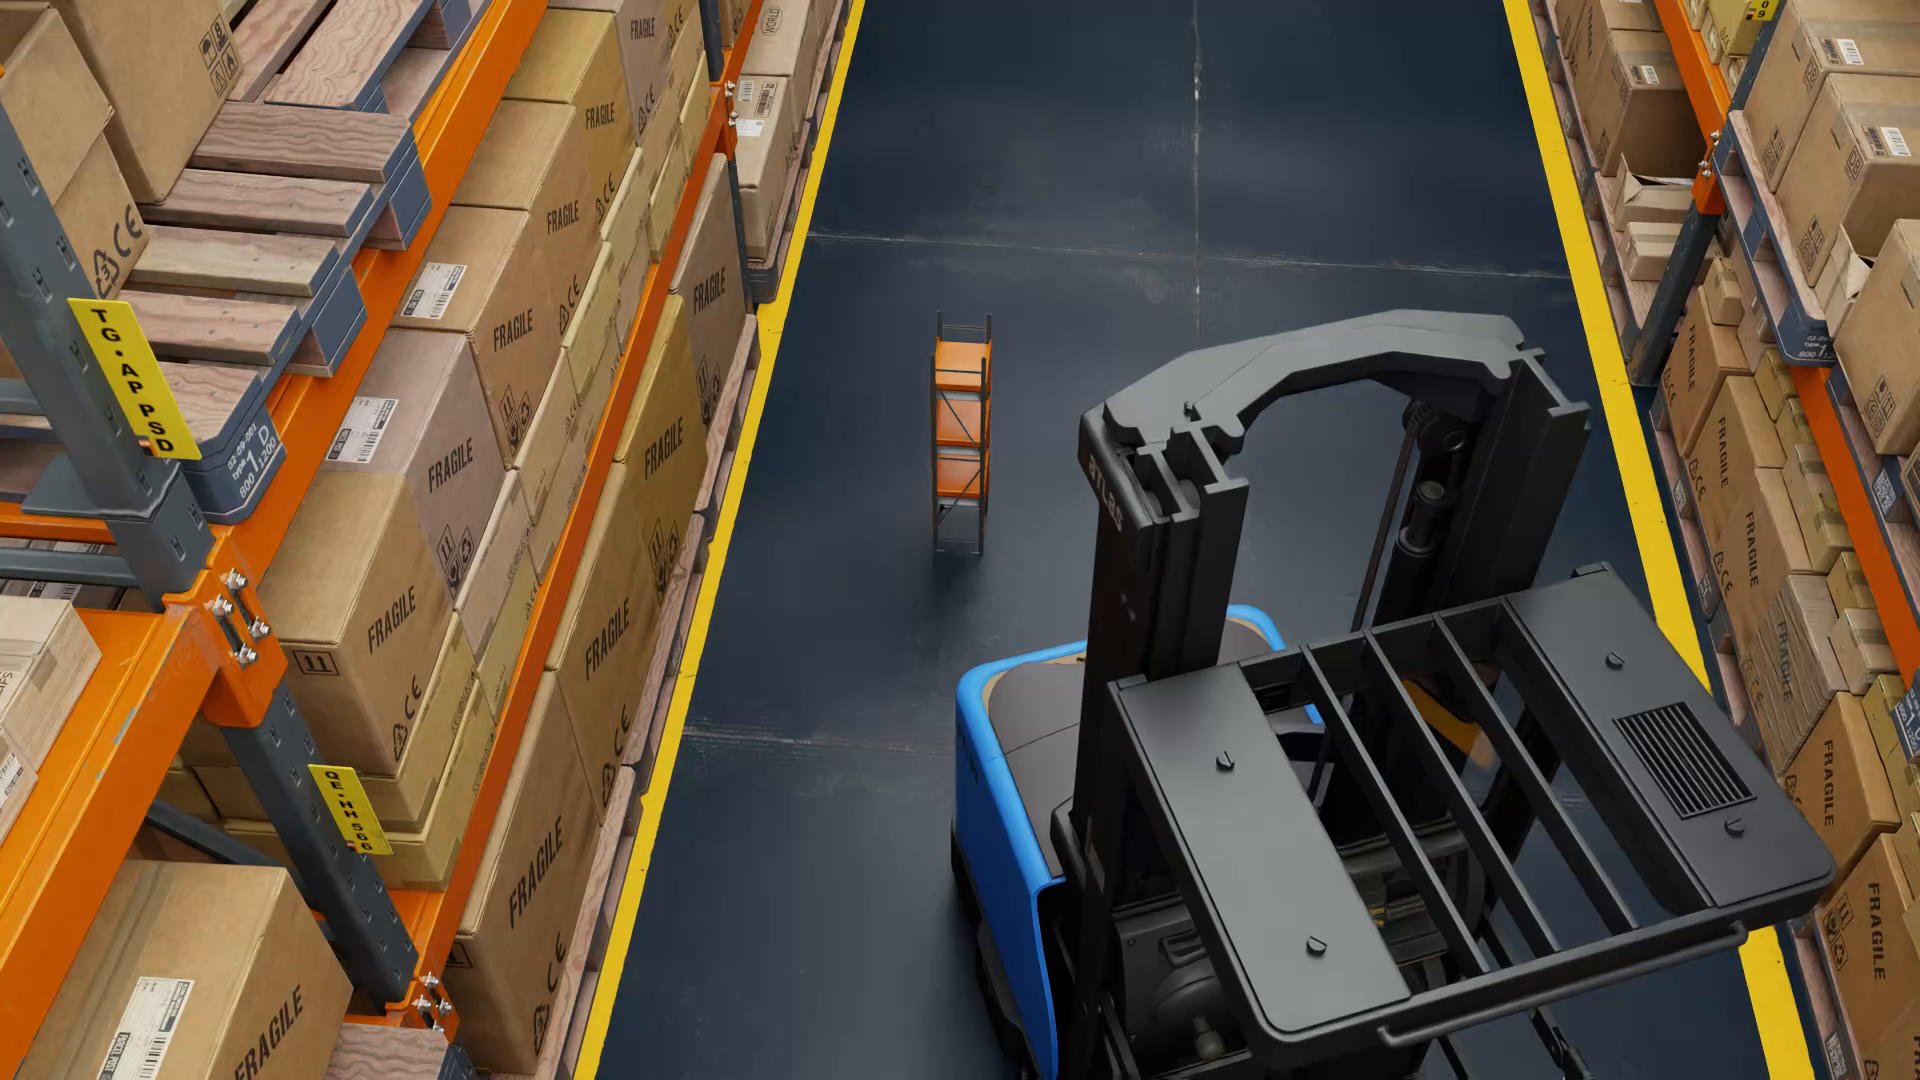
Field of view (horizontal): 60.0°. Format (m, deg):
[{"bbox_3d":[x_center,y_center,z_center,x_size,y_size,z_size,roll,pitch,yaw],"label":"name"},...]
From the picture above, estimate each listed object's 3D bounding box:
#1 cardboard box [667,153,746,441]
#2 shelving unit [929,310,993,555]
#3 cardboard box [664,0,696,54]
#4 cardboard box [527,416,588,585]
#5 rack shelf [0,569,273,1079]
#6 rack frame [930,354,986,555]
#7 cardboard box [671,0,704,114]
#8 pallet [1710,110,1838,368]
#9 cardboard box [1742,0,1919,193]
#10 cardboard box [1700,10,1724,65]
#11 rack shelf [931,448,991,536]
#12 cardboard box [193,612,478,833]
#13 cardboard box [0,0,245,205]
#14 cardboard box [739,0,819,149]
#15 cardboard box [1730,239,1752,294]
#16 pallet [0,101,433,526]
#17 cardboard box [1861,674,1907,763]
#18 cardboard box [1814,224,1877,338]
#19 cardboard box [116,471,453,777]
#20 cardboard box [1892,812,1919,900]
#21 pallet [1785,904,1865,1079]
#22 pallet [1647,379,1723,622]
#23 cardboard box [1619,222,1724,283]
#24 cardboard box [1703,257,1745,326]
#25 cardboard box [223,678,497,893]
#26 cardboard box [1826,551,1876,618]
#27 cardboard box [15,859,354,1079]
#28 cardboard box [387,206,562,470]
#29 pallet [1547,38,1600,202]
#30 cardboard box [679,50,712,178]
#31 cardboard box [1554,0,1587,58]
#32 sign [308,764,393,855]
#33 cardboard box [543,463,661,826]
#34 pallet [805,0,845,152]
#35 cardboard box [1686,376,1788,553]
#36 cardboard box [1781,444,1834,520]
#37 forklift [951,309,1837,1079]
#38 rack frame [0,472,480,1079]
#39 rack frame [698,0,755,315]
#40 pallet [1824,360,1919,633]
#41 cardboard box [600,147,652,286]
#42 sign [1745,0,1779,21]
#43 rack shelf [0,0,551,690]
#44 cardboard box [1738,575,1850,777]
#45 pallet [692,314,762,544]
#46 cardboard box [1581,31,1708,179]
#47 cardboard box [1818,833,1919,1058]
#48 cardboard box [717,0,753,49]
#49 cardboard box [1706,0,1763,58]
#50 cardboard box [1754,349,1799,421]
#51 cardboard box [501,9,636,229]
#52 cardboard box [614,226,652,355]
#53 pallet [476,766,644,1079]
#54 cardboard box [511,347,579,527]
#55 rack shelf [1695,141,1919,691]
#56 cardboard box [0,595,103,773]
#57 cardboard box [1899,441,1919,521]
[{"bbox_3d":[-1.433,-0.999,6.812,0.875,0.875,0.875,5,48,5],"label":"cardboard box"},{"bbox_3d":[0.005,-0.394,6.424,0.215,1.050,0.252,4,48,4],"label":"shelving unit"},{"bbox_3d":[-1.247,-2.061,5.883,0.500,0.500,0.500,5,48,5],"label":"cardboard box"},{"bbox_3d":[-1.443,-0.152,4.984,0.500,0.250,0.500,5,48,5],"label":"cardboard box"},{"bbox_3d":[-2.003,1.604,1.731,1.077,0.370,4.000,4,48,4],"label":"rack shelf"},{"bbox_3d":[-0.006,-0.304,6.342,0.200,1.050,0.008,4,48,4],"label":"rack frame"},{"bbox_3d":[-1.255,-1.813,6.164,0.500,0.250,0.500,4,48,3],"label":"cardboard box"},{"bbox_3d":[3.305,-1.060,5.842,1.003,0.211,1.213,4,48,4],"label":"pallet"},{"bbox_3d":[3.220,-1.539,5.799,0.700,0.500,0.500,5,48,5],"label":"cardboard box"},{"bbox_3d":[3.267,-2.064,6.801,0.380,0.149,0.250,5,48,5],"label":"cardboard box"},{"bbox_3d":[0.005,-0.199,6.637,0.215,0.259,0.240,4,48,4],"label":"rack shelf"},{"bbox_3d":[-1.529,0.430,4.113,0.500,0.250,0.500,4,48,3],"label":"cardboard box"},{"bbox_3d":[-1.920,-1.024,3.295,0.700,0.500,0.500,2,48,2],"label":"cardboard box"},{"bbox_3d":[-1.211,-2.424,8.412,0.875,0.438,0.875,3,48,2],"label":"cardboard box"},{"bbox_3d":[3.250,-1.072,6.492,0.380,0.149,0.250,3,48,3],"label":"cardboard box"},{"bbox_3d":[-1.815,-0.521,3.315,1.213,0.211,1.003,6,48,5],"label":"pallet"},{"bbox_3d":[3.069,0.571,5.191,0.380,0.149,0.250,3,48,3],"label":"cardboard box"},{"bbox_3d":[2.978,-0.805,5.286,0.396,0.266,0.258,6,48,5],"label":"cardboard box"},{"bbox_3d":[-1.533,0.187,3.827,0.500,0.500,0.500,2,48,2],"label":"cardboard box"},{"bbox_3d":[2.977,0.945,4.849,0.380,0.149,0.250,2,48,2],"label":"cardboard box"},{"bbox_3d":[3.228,1.630,5.142,1.003,0.211,1.213,4,48,4],"label":"pallet"},{"bbox_3d":[3.450,-0.163,6.782,1.003,0.211,1.213,4,48,4],"label":"pallet"},{"bbox_3d":[3.245,-1.313,7.591,0.380,0.149,0.250,3,48,2],"label":"cardboard box"},{"bbox_3d":[3.189,-0.976,6.605,0.380,0.149,0.250,6,48,5],"label":"cardboard box"},{"bbox_3d":[-1.526,0.612,4.285,0.500,0.250,0.500,3,48,3],"label":"cardboard box"},{"bbox_3d":[3.137,0.188,5.541,0.380,0.149,0.250,4,48,4],"label":"cardboard box"},{"bbox_3d":[-1.586,0.981,3.292,0.500,0.500,0.500,3,48,2],"label":"cardboard box"},{"bbox_3d":[-1.434,-0.557,4.508,0.500,0.500,0.500,5,48,5],"label":"cardboard box"},{"bbox_3d":[3.659,-2.167,8.615,1.003,0.211,1.213,4,48,4],"label":"pallet"},{"bbox_3d":[-1.246,-1.638,6.343,0.500,0.250,0.500,3,48,3],"label":"cardboard box"},{"bbox_3d":[3.585,-2.873,8.780,0.700,0.500,0.500,6,48,5],"label":"cardboard box"},{"bbox_3d":[-1.280,0.570,3.491,0.100,0.325,0.005,4,48,4],"label":"sign"},{"bbox_3d":[-1.590,0.322,5.604,0.875,0.875,0.875,4,48,4],"label":"cardboard box"},{"bbox_3d":[-1.201,-2.547,8.962,1.003,0.211,1.213,4,48,4],"label":"pallet"},{"bbox_3d":[3.180,-0.270,6.400,0.500,0.500,0.500,3,48,3],"label":"cardboard box"},{"bbox_3d":[3.158,-0.194,5.890,0.380,0.149,0.250,4,48,3],"label":"cardboard box"},{"bbox_3d":[0.884,1.064,3.816,1.130,2.935,3.031,-13,49,-11],"label":"forklift"},{"bbox_3d":[-1.821,0.904,3.916,1.000,3.000,0.127,4,48,4],"label":"rack frame"},{"bbox_3d":[-1.456,-2.035,6.605,1.000,3.000,0.127,4,48,4],"label":"rack frame"},{"bbox_3d":[3.295,-0.129,4.992,1.003,0.211,1.213,4,48,4],"label":"pallet"},{"bbox_3d":[-1.334,-1.064,5.479,0.500,0.250,0.500,5,48,4],"label":"cardboard box"},{"bbox_3d":[2.946,-2.027,6.011,0.100,0.325,0.005,4,48,4],"label":"sign"},{"bbox_3d":[-1.639,-1.335,4.419,1.077,0.370,4.000,4,48,4],"label":"rack shelf"},{"bbox_3d":[3.077,0.477,5.716,0.500,0.500,0.500,2,48,2],"label":"cardboard box"},{"bbox_3d":[-1.452,-0.522,7.110,1.003,0.211,1.213,4,48,4],"label":"pallet"},{"bbox_3d":[3.490,-2.110,8.083,0.700,0.500,0.500,2,48,2],"label":"cardboard box"},{"bbox_3d":[3.003,1.245,5.014,0.500,0.500,0.500,3,48,3],"label":"cardboard box"},{"bbox_3d":[-1.153,-2.396,6.867,0.500,0.500,0.500,5,48,5],"label":"cardboard box"},{"bbox_3d":[3.290,-2.145,6.605,0.500,0.250,0.500,5,48,5],"label":"cardboard box"},{"bbox_3d":[3.229,-0.577,6.241,0.380,0.149,0.250,2,48,2],"label":"cardboard box"},{"bbox_3d":[-1.353,-1.309,5.195,0.500,0.500,0.500,5,48,5],"label":"cardboard box"},{"bbox_3d":[-1.359,-0.894,5.663,0.500,0.250,0.500,3,48,2],"label":"cardboard box"},{"bbox_3d":[-1.674,1.271,5.471,1.003,0.211,1.213,4,48,4],"label":"pallet"},{"bbox_3d":[-1.423,-0.315,4.794,0.500,0.250,0.500,4,48,3],"label":"cardboard box"},{"bbox_3d":[3.305,0.008,5.223,1.077,0.370,4.000,4,48,4],"label":"rack shelf"},{"bbox_3d":[-1.641,0.222,2.678,0.380,0.149,0.250,4,48,4],"label":"cardboard box"},{"bbox_3d":[3.087,-0.153,4.529,0.797,0.503,0.637,3,48,3],"label":"cardboard box"}]
